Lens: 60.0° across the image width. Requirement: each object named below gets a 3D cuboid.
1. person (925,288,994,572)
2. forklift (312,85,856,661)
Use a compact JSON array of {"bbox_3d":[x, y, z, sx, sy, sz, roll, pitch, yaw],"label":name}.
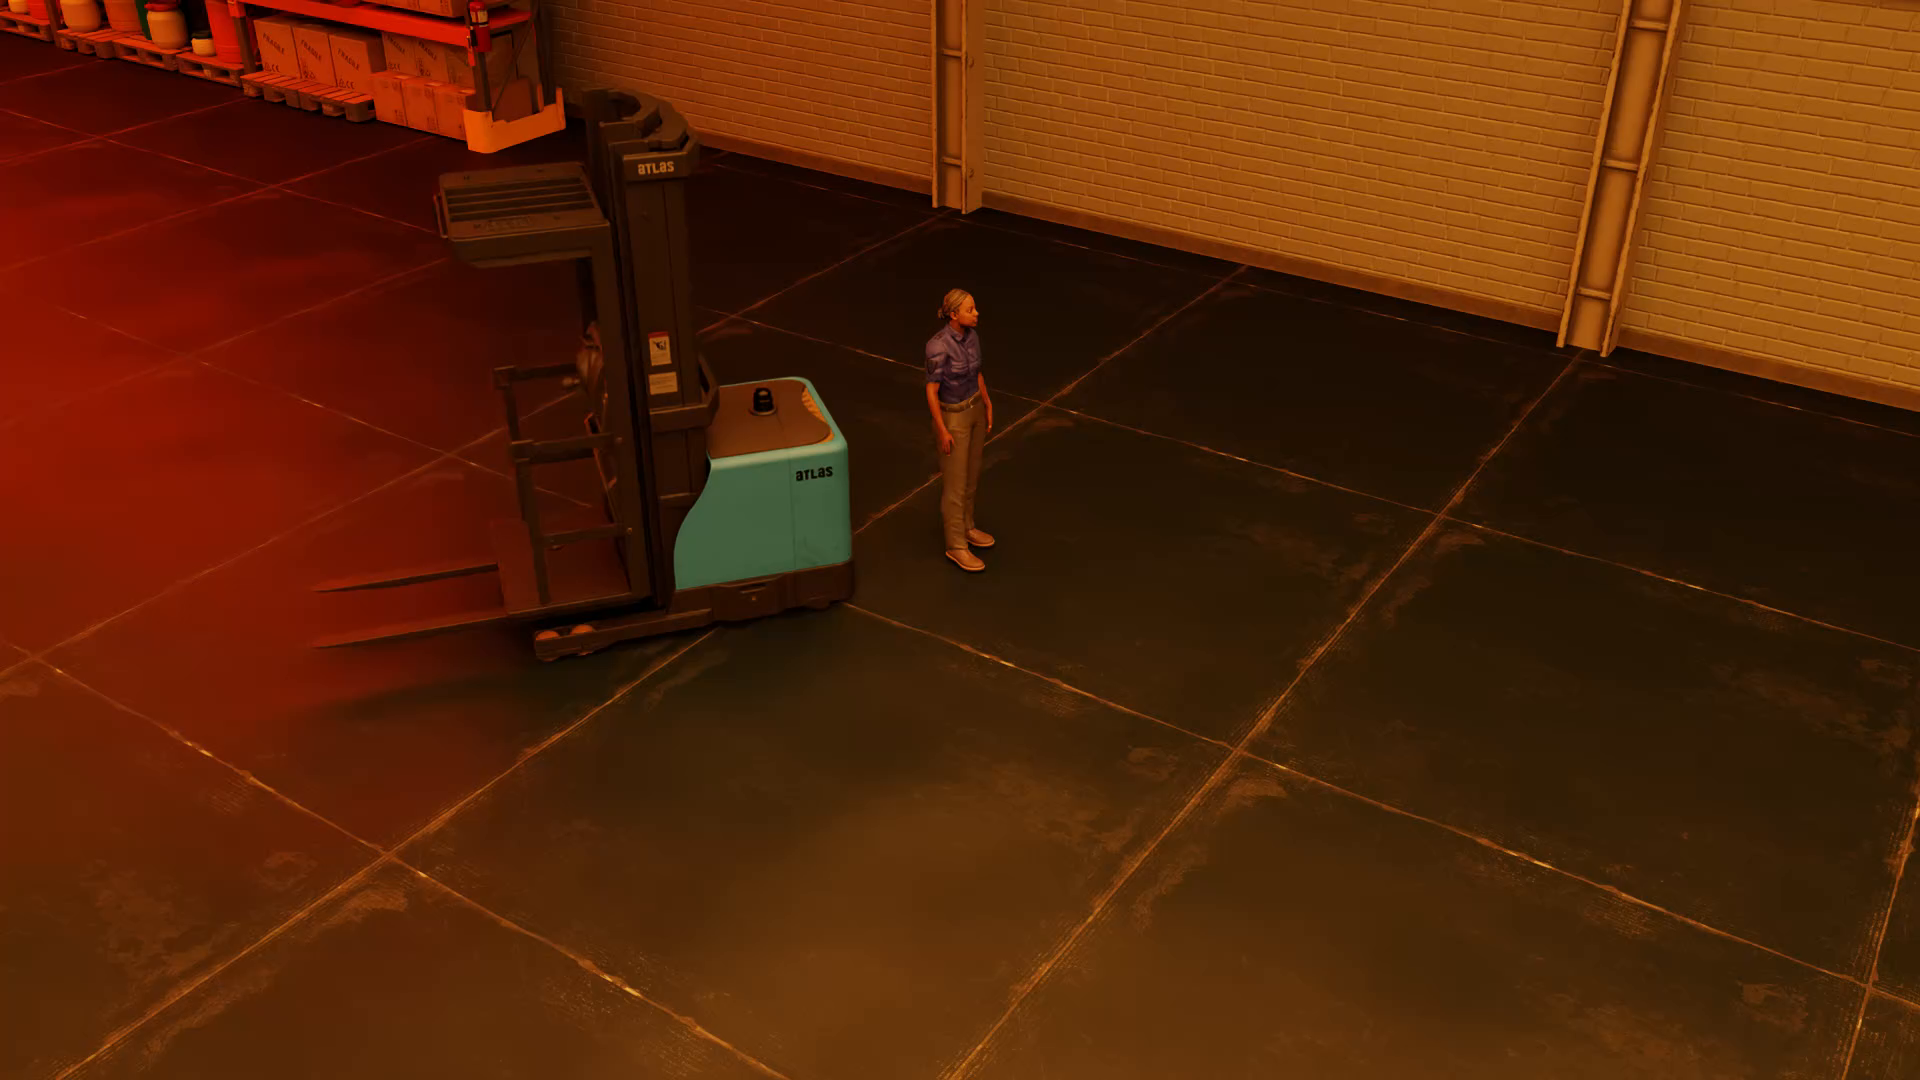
[{"bbox_3d":[0.061,-0.689,10.024,0.504,1.655,0.569,19,35,29],"label":"person"},{"bbox_3d":[-2.194,-0.886,9.107,3.031,2.935,1.130,-9,31,-16],"label":"forklift"}]
